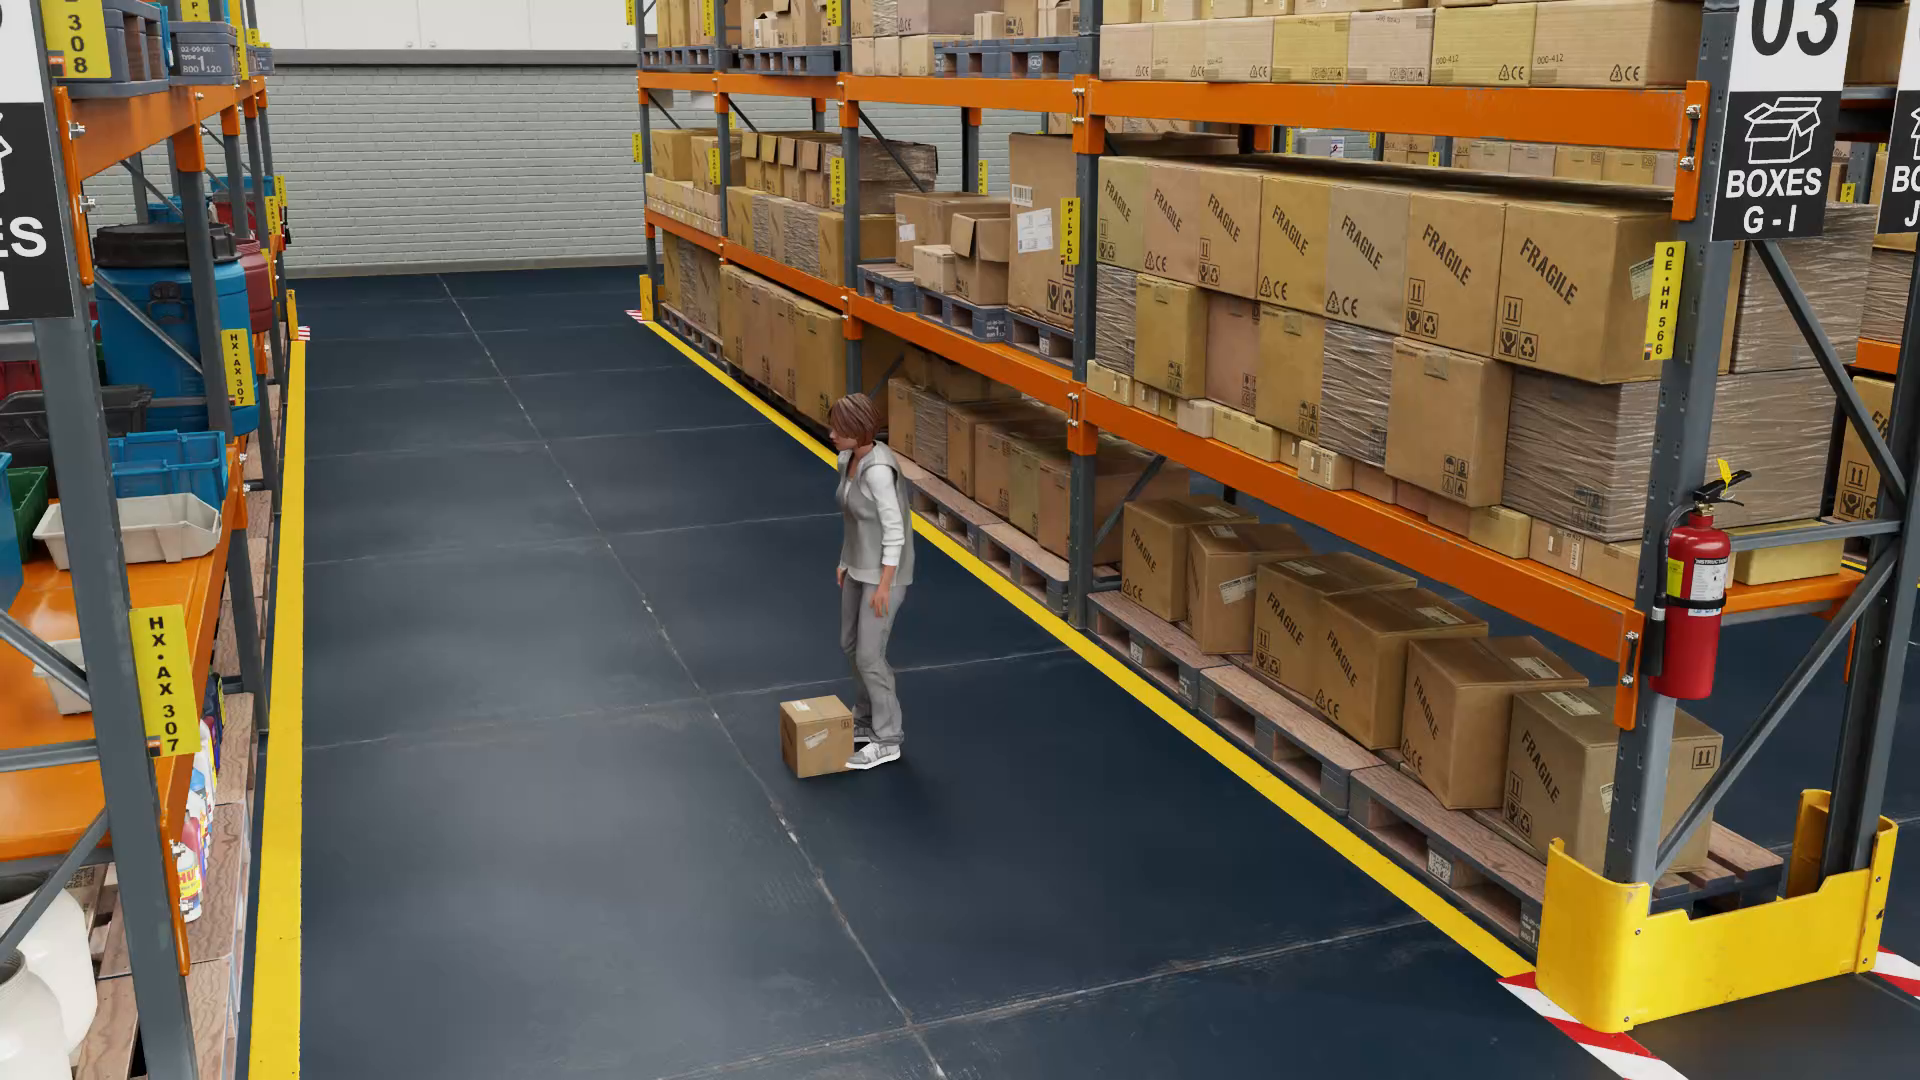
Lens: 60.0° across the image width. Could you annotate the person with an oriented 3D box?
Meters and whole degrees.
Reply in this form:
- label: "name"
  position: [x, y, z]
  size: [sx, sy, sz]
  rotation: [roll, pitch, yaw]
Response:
- label: "person"
  position: [-3.585, -4.476, 15.232]
  size: [24.290, 6.000, 19.911]
  rotation: [-7, 17, -23]
